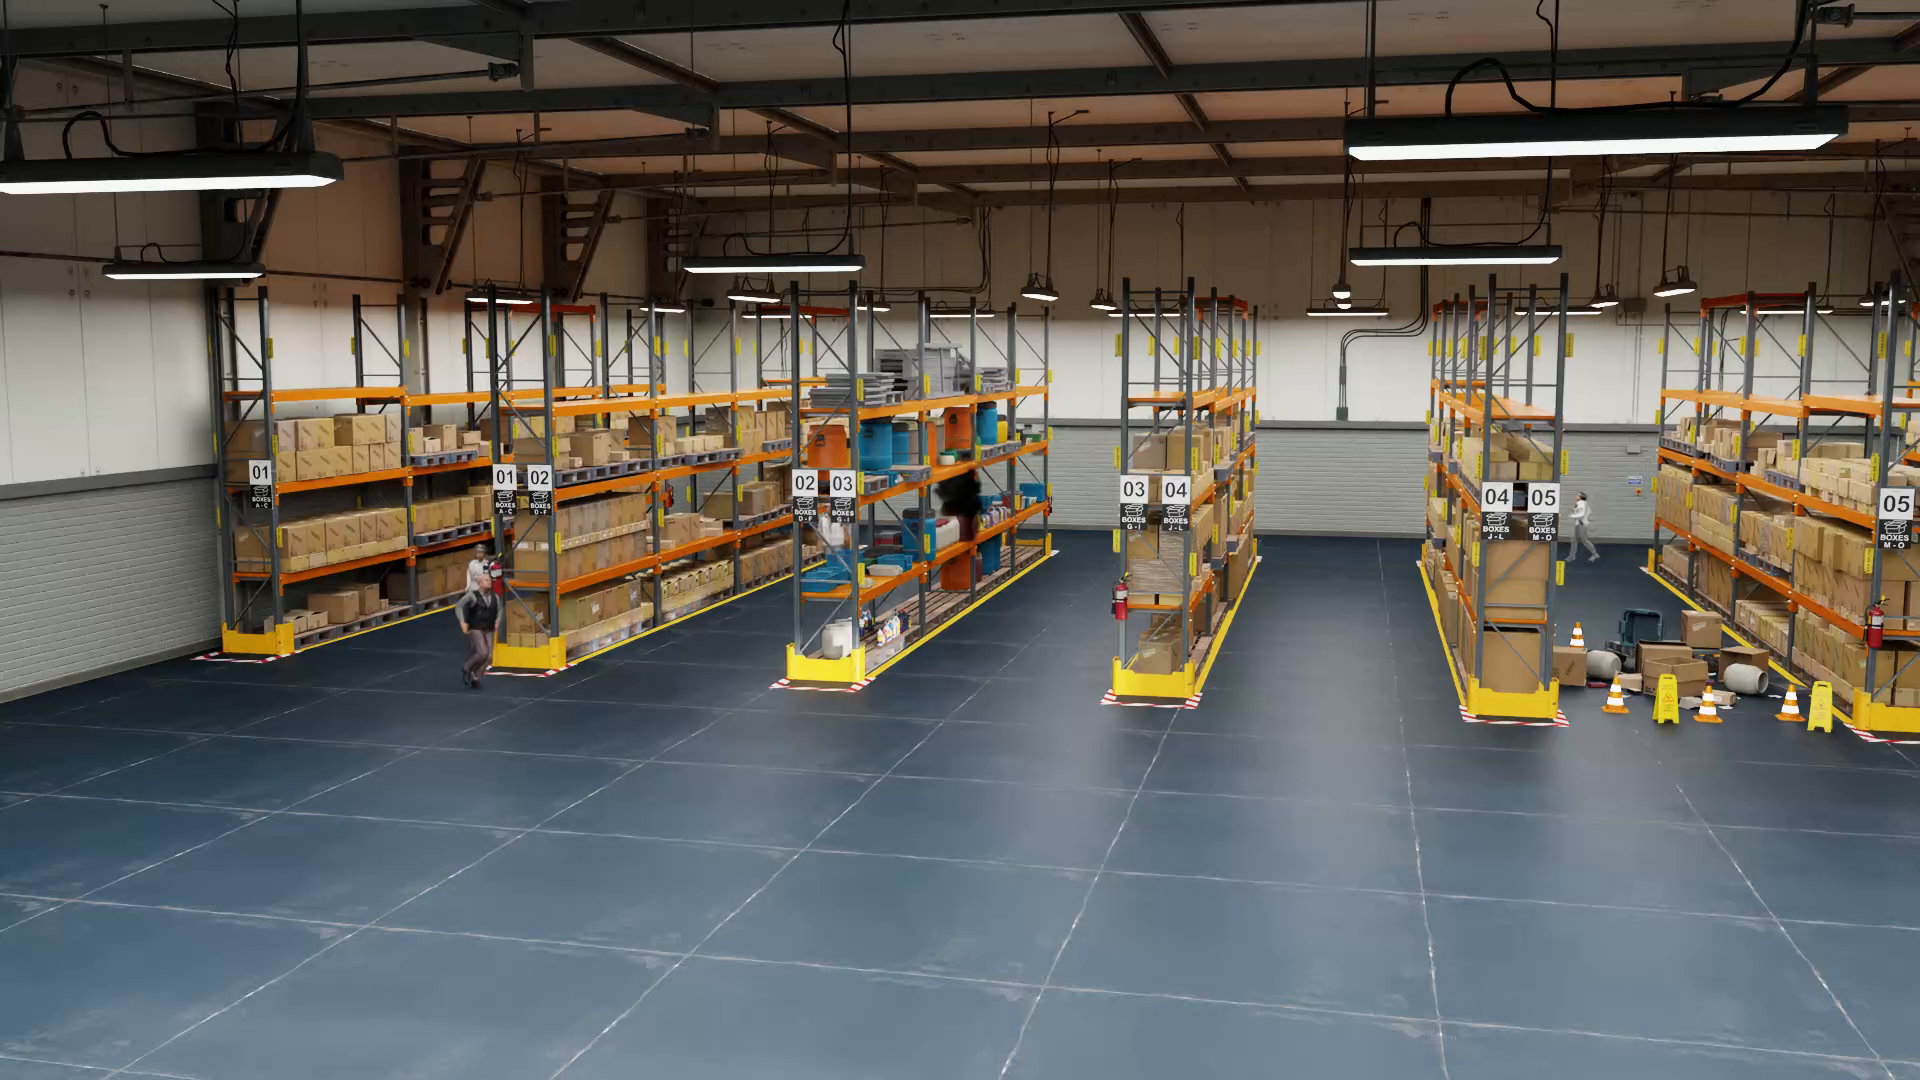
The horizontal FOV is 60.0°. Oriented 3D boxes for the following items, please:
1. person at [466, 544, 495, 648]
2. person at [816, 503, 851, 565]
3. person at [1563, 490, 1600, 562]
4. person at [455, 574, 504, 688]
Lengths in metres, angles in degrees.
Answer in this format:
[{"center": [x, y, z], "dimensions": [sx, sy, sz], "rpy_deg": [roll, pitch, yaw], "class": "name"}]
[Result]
[{"center": [-8.105, 0.938, 28.159], "dimensions": [0.580, 1.749, 0.729], "rpy_deg": [0, 7, -1], "class": "person"}, {"center": [-2.495, 0.088, 32.715], "dimensions": [0.678, 1.748, 0.760], "rpy_deg": [1, 7, 12], "class": "person"}, {"center": [14.550, -0.312, 38.851], "dimensions": [0.800, 1.728, 0.606], "rpy_deg": [2, 7, 16], "class": "person"}, {"center": [-7.060, 1.349, 24.677], "dimensions": [0.522, 1.665, 0.686], "rpy_deg": [5, 8, 38], "class": "person"}]
